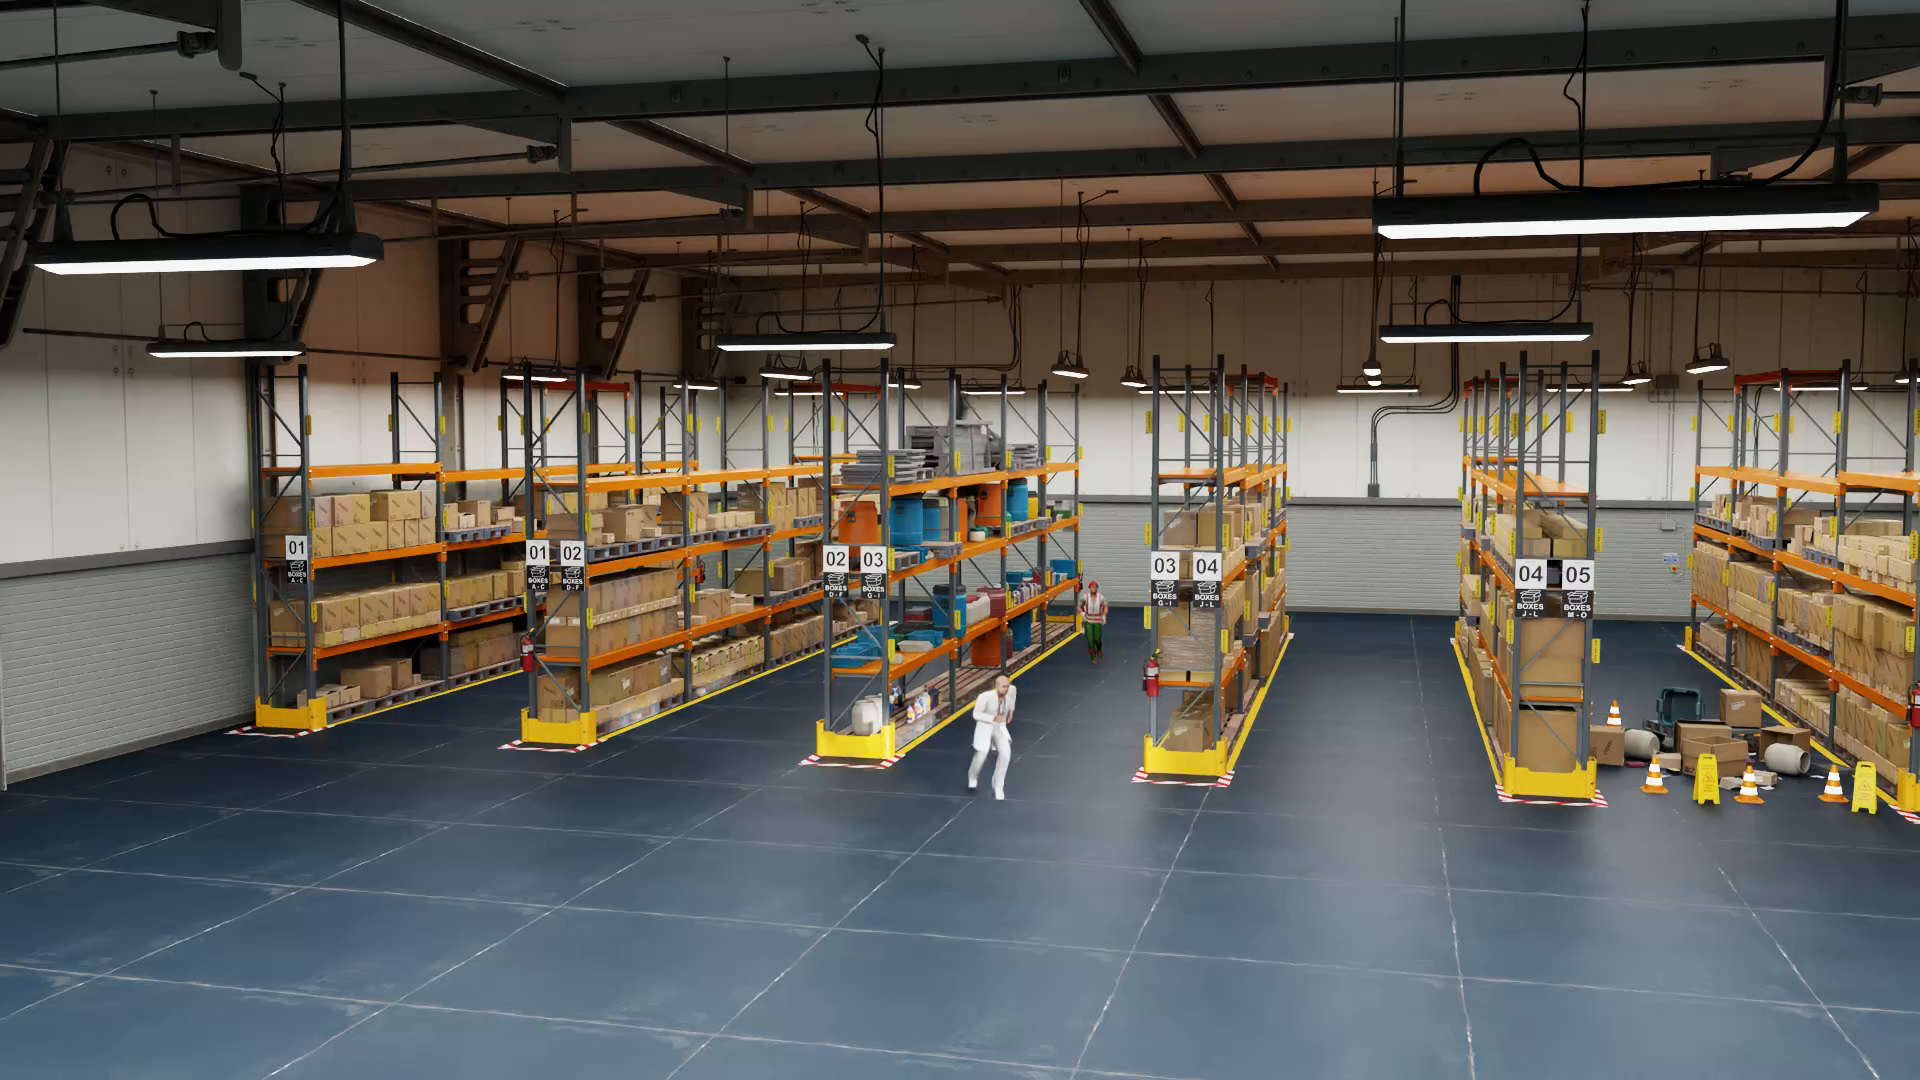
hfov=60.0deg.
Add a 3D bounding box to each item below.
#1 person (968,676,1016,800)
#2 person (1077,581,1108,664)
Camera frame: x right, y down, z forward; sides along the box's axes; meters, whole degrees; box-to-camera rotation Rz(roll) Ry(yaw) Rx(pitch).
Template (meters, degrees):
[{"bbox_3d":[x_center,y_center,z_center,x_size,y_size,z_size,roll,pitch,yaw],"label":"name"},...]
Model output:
[{"bbox_3d":[0.419,2.647,22.488,0.752,1.728,1.072,-2,4,-28],"label":"person"},{"bbox_3d":[2.775,1.729,34.862,0.643,1.752,0.636,0,4,3],"label":"person"}]
